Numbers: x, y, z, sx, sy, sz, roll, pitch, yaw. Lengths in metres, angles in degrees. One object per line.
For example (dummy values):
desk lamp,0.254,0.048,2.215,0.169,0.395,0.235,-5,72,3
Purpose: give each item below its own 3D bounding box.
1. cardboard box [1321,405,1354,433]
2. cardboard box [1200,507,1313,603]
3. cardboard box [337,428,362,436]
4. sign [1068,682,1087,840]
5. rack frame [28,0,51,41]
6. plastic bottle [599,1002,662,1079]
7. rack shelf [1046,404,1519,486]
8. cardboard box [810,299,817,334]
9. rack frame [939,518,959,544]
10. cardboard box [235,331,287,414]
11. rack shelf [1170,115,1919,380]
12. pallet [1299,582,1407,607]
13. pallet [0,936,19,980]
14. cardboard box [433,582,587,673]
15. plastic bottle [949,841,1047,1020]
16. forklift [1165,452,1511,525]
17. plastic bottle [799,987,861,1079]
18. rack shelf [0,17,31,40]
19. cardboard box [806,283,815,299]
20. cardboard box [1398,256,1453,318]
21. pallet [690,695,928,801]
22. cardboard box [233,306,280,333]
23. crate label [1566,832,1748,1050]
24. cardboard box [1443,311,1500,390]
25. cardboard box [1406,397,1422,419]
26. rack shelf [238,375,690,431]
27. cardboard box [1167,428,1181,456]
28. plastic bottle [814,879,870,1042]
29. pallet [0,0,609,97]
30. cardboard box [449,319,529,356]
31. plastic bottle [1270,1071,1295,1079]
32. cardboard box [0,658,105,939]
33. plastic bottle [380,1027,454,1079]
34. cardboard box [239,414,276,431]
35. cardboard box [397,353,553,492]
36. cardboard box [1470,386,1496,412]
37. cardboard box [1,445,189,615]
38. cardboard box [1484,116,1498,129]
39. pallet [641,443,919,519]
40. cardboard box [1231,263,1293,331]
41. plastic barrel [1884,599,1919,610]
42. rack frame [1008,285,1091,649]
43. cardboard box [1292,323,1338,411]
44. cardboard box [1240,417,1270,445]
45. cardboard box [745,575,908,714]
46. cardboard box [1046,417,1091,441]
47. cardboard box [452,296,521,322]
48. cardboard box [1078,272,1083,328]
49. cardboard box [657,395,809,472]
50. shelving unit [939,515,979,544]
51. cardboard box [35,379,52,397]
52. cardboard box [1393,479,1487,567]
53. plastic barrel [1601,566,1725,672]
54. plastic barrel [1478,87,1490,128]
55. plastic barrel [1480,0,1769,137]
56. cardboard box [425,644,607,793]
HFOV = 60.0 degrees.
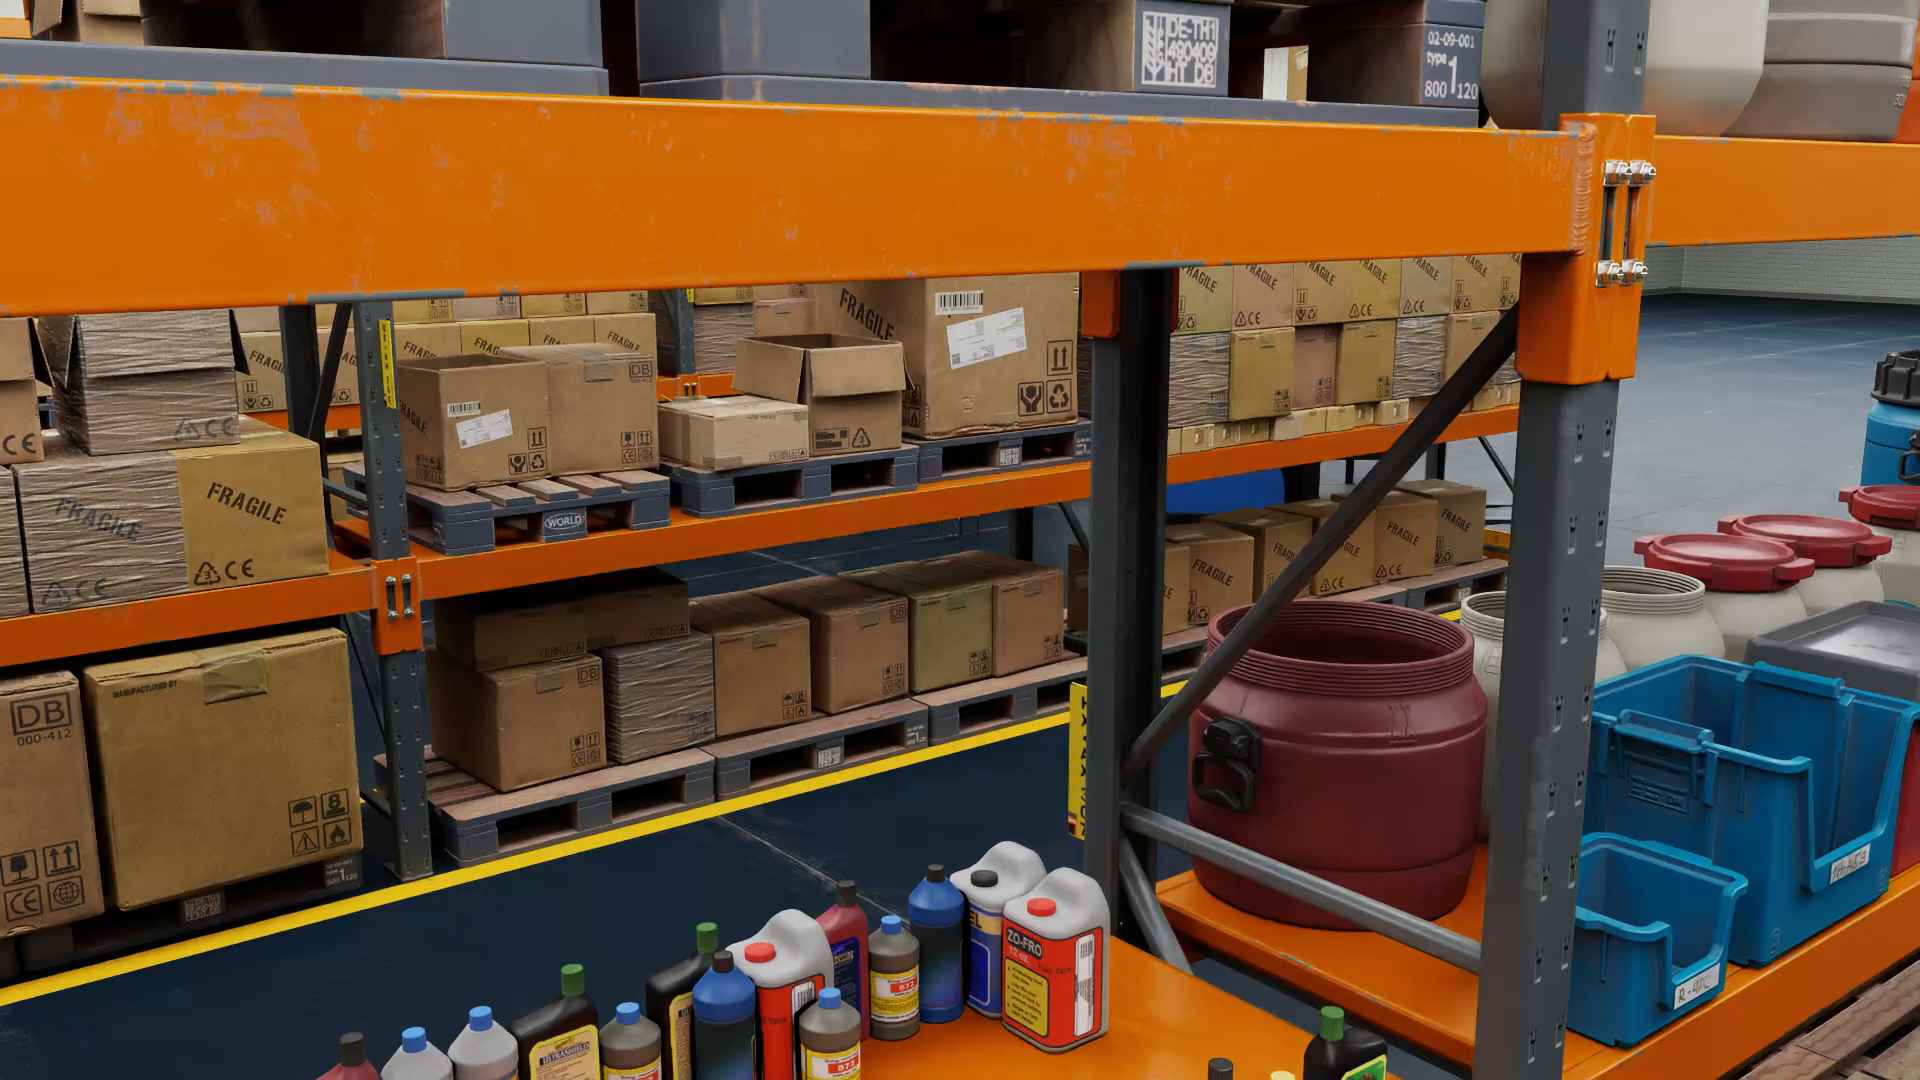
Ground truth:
cardboard box,2.154,-0.752,10.053,0.250,0.149,0.380,-9,15,-38
cardboard box,1.850,0.104,10.423,0.500,0.500,0.500,-11,16,-43
cardboard box,-5.964,-1.158,16.675,0.625,0.372,0.950,-9,15,-37
sign,0.256,0.455,3.370,0.005,0.325,0.100,-9,15,-38
rack frame,-5.508,-3.932,9.981,0.127,3.000,1.000,-9,15,-38
plastic bottle,-0.507,0.812,2.560,0.097,0.201,0.097,0,12,0
rack shelf,2.197,-0.606,10.495,4.000,0.370,1.077,-9,15,-38
cardboard box,-1.194,-1.766,13.861,0.550,0.550,0.875,-9,15,-38
rack frame,-0.086,-0.426,12.968,0.006,0.900,0.240,-9,15,-38
cardboard box,-4.594,-1.127,10.975,0.500,0.500,0.500,-10,15,-38
rack shelf,2.167,-0.751,3.956,4.000,0.370,1.077,-9,15,-38
pallet,2.091,0.413,10.675,1.213,0.211,1.003,-9,15,-38
pallet,-4.103,1.432,5.878,1.213,0.211,1.003,-9,15,-38
cardboard box,-1.984,0.369,7.322,0.500,0.250,0.500,-9,15,-35
plastic bottle,0.066,0.688,2.966,0.135,0.276,0.152,-9,15,-38
forklift,2.905,-1.438,12.844,3.031,2.935,1.130,0,12,0
plastic bottle,-0.203,0.802,2.607,0.097,0.201,0.097,0,12,0
rack shelf,-7.118,-4.434,15.039,4.000,0.370,1.077,-9,15,-38
cardboard box,-1.211,-2.298,13.770,0.550,0.550,0.875,-9,15,-38
cardboard box,2.704,-1.660,10.359,0.500,0.500,0.500,-9,15,-38
pallet,-0.925,0.926,8.261,1.213,0.211,1.003,-9,15,-38
cardboard box,-4.757,-1.658,11.067,0.500,0.500,0.700,-10,15,-38
crate label,1.169,0.712,2.959,0.416,0.233,0.303,-9,15,-38
cardboard box,2.996,-1.261,10.889,0.500,0.500,0.875,-9,15,-38
cardboard box,2.699,-0.860,10.561,0.250,0.149,0.380,-9,15,-38
rack shelf,-3.946,-0.905,11.901,4.000,0.370,1.077,-9,15,-38
cardboard box,0.991,-0.555,9.126,0.250,0.149,0.380,-9,15,-38
plastic bottle,-0.219,0.720,2.799,0.133,0.283,0.061,-9,15,-38
pallet,-1.083,-0.498,1.483,1.213,0.211,1.003,-9,15,-38
cardboard box,-3.414,-1.323,11.898,0.500,0.500,0.500,-9,15,-37
plastic bottle,0.455,0.854,2.362,0.097,0.201,0.097,0,12,0
cardboard box,-3.741,0.855,5.986,0.875,0.875,1.225,-9,15,-37
plastic bottle,-0.763,0.821,2.352,0.097,0.271,0.097,0,12,0
cardboard box,-3.038,-0.210,6.654,0.500,0.500,0.500,-9,15,-36
cardboard box,-2.092,-0.511,7.061,0.500,0.500,0.500,11,16,43
cardboard box,3.306,-0.951,10.993,0.250,0.149,0.380,-9,15,-38
cardboard box,-3.112,-0.061,5.953,0.500,0.500,0.500,-10,15,-38
cardboard box,3.134,-2.616,10.405,0.250,0.149,0.380,-9,15,-37
pallet,-0.968,-0.349,8.015,1.213,0.211,1.003,-9,15,-38
cardboard box,1.535,-1.465,9.441,0.500,0.500,0.500,-9,15,-38
plastic barrel,2.600,0.319,4.738,0.301,0.262,0.301,0,12,0
rack frame,0.635,-0.699,9.198,0.127,3.000,1.000,-9,15,-38
cardboard box,1.765,-1.082,10.046,0.500,0.500,0.875,-9,15,-38
cardboard box,1.561,-0.656,9.603,0.250,0.149,0.380,-9,15,-38
cardboard box,-0.679,0.516,8.434,0.500,0.500,0.700,-11,16,-42
cardboard box,0.619,-0.652,9.580,0.250,0.149,0.380,-9,15,-38
cardboard box,-3.564,-1.856,12.002,0.500,0.500,0.700,-9,15,-37
cardboard box,0.814,-1.485,9.538,0.500,0.500,0.500,-9,15,-38
cardboard box,-1.036,-0.492,7.574,0.500,0.250,0.500,-10,16,-39
shelving unit,-0.006,-0.439,13.030,0.210,0.900,0.258,-9,15,-38
cardboard box,-5.606,-0.941,9.934,0.250,0.149,0.380,-9,15,-37
cardboard box,3.260,-0.122,11.490,0.500,0.500,0.500,-6,14,-27
plastic barrel,1.604,0.346,4.008,0.421,0.512,0.421,0,12,0
plastic barrel,0.767,-0.808,2.865,0.294,0.245,0.294,0,12,0
plastic barrel,1.040,-0.889,2.603,0.421,0.512,0.421,0,12,0
cardboard box,-1.978,0.738,7.393,0.500,0.500,0.700,-10,16,-41
